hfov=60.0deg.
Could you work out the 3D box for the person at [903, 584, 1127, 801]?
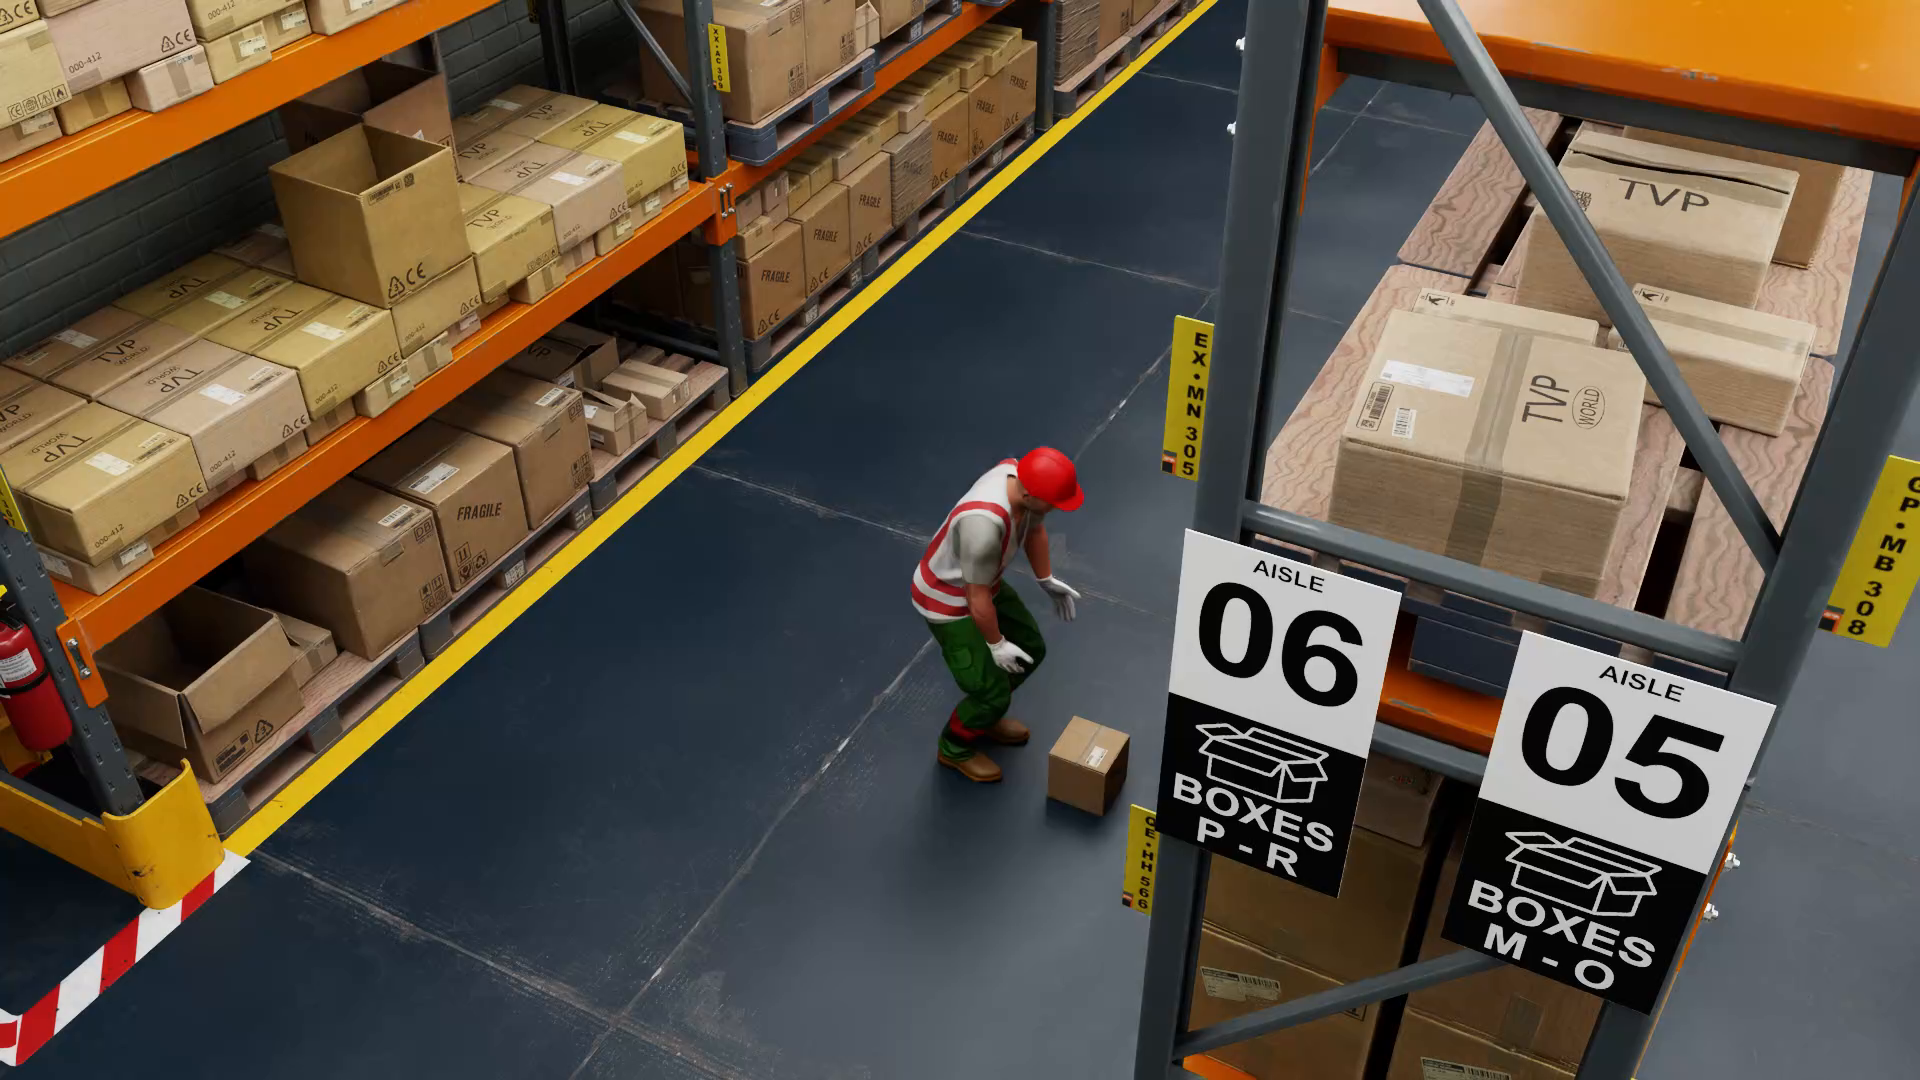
[{"bbox_3d":[0.225,0.545,6.740,0.887,0.919,0.569,18,41,21],"label":"person"}]
